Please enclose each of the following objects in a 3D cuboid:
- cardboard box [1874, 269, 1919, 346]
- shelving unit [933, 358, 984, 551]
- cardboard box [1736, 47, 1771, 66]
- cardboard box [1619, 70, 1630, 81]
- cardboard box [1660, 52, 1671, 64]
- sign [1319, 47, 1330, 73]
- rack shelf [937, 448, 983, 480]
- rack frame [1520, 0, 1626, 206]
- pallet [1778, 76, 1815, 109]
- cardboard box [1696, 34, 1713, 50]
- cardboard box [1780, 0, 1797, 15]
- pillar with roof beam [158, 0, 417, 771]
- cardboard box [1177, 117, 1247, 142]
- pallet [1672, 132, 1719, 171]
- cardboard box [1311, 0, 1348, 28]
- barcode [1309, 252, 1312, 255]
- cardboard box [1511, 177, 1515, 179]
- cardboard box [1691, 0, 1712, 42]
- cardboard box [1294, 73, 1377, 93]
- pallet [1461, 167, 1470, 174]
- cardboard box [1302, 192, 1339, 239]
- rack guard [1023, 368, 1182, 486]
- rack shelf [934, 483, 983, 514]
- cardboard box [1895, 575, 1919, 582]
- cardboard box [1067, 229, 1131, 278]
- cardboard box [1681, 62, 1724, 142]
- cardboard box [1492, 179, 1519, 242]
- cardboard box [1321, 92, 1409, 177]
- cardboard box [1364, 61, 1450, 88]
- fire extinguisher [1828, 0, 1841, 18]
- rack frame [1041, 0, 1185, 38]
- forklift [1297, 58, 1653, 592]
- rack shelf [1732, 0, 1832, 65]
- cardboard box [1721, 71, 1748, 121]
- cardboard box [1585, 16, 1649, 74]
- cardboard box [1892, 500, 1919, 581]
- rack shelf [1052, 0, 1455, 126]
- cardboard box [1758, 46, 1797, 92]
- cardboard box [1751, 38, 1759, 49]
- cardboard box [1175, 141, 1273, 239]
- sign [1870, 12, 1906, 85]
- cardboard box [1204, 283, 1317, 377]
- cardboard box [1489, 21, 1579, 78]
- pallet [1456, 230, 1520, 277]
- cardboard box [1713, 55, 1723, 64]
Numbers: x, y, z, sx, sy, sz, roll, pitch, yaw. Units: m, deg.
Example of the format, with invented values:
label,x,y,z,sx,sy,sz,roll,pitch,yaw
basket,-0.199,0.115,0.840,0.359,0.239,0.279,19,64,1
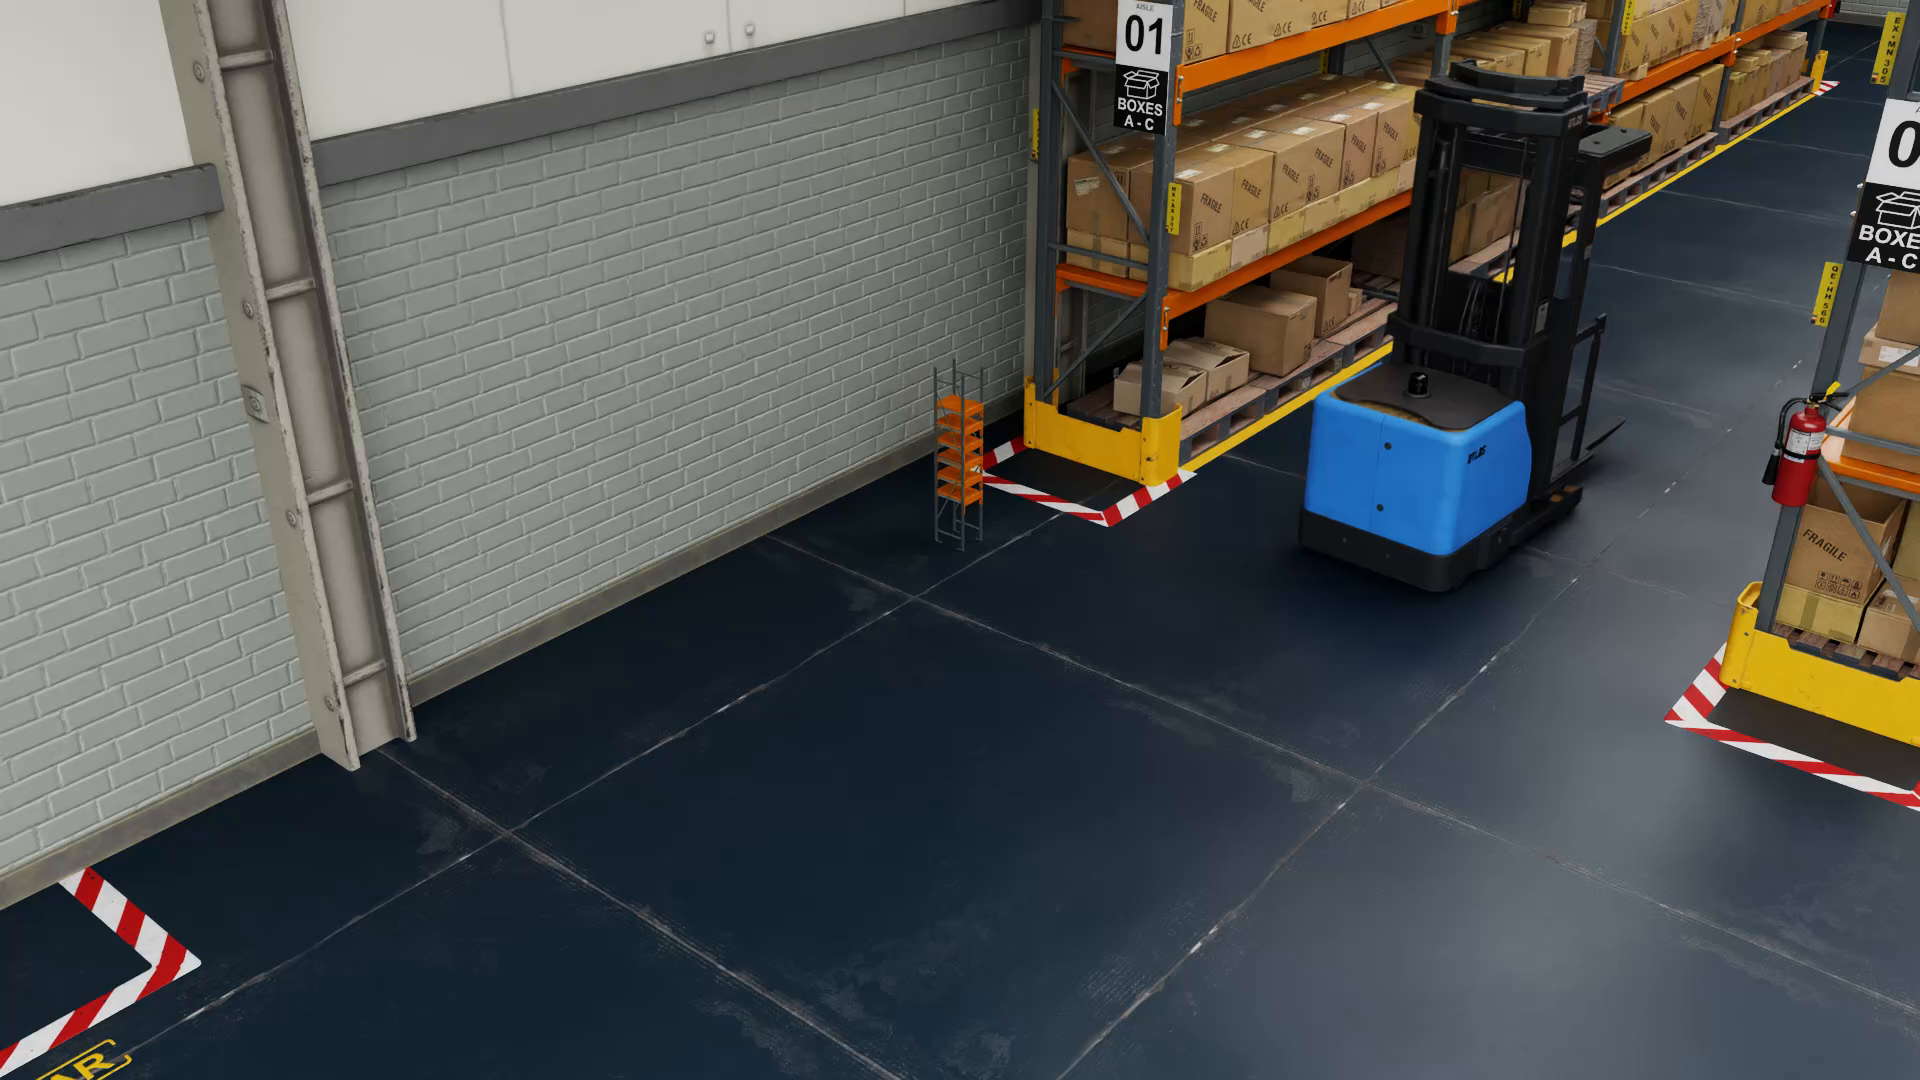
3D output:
label,x,y,z,sx,sy,sz,roll,pitch,yaw
cardboard box,5.111,-1.249,8.378,0.700,0.500,0.500,21,34,35
shelving unit,-0.009,-0.528,10.464,0.258,1.200,0.189,21,34,34
cardboard box,9.824,-6.001,20.644,0.380,0.149,0.250,20,33,33
cardboard box,6.589,-4.763,16.945,0.380,0.149,0.250,21,34,35
cardboard box,7.389,-5.224,17.835,0.380,0.149,0.250,21,34,35
sign,3.059,-3.987,13.933,0.100,0.325,0.005,21,34,34
rack shelf,-0.009,-0.488,10.485,0.258,0.103,0.180,21,34,34
rack frame,6.034,-4.730,16.629,1.000,3.000,0.127,21,34,34
pallet,10.674,-6.022,22.161,1.003,0.211,1.213,21,34,34
cardboard box,8.117,-5.557,18.479,0.380,0.149,0.250,21,34,34
cardboard box,9.860,-6.987,20.666,0.980,0.700,0.700,19,33,32
pillar with roof beam,0.229,-1.674,4.192,9.100,9.000,0.400,21,34,34
cardboard box,1.735,-2.759,12.143,0.500,0.500,0.500,20,33,33
pallet,8.146,-4.614,19.440,1.003,0.211,1.213,21,34,34
cardboard box,2.372,-3.886,11.603,0.500,0.500,0.500,23,35,37
barcode,2.961,-2.418,14.053,0.001,0.075,0.075,21,34,34
cardboard box,5.205,-3.694,16.052,0.500,0.250,0.500,21,34,35
cardboard box,7.836,-5.737,18.121,0.500,0.500,0.500,21,34,34
cardboard box,3.030,-3.482,13.541,0.500,0.500,0.500,20,33,33
pallet,4.088,-3.455,14.373,1.003,0.211,1.213,21,34,34
cardboard box,2.472,-2.462,12.386,0.500,0.250,0.500,21,34,35
rack guard,0.994,-0.811,11.773,1.175,0.500,0.348,21,34,34
rack shelf,-0.009,-0.275,10.595,0.258,0.103,0.180,21,34,34
cardboard box,5.598,0.284,9.472,0.500,0.250,0.500,21,34,34
cardboard box,1.093,-2.059,11.606,0.500,0.250,0.500,21,34,35
cardboard box,8.265,-5.112,19.249,0.750,0.750,0.750,21,34,35
cardboard box,4.905,-3.212,15.936,0.700,0.500,0.500,21,34,34
cardboard box,3.115,-3.151,12.901,0.500,0.500,0.500,21,34,34
cardboard box,3.840,-3.722,14.093,0.700,0.500,0.500,21,34,35
fire extinguisher,11.575,-7.285,22.058,0.296,0.674,0.183,21,34,34
rack frame,0.945,-4.558,9.768,1.000,3.000,0.127,21,34,34
forklift,3.520,-1.578,10.611,1.130,2.935,3.031,23,35,37
rack shelf,9.850,-6.538,20.907,1.077,0.370,4.000,21,34,34
cardboard box,9.133,-5.460,20.303,0.700,0.500,0.500,21,34,35
cardboard box,6.540,-5.013,16.722,0.500,0.500,0.500,22,35,36
cardboard box,5.600,-0.049,9.299,0.500,0.500,0.500,21,34,34
rack shelf,2.218,-3.616,11.993,1.077,0.370,4.000,21,34,34
cardboard box,10.436,-6.188,21.711,0.700,0.500,0.500,21,34,34
cardboard box,10.037,-6.398,21.410,0.380,0.149,0.250,21,34,35
cardboard box,1.803,-2.423,11.494,0.500,0.500,0.500,21,34,35
sign,4.360,-2.301,7.792,0.100,0.325,0.005,21,34,34
cardboard box,2.323,-1.646,12.908,0.700,0.500,0.500,18,33,31
cardboard box,5.408,-4.594,15.779,0.700,0.500,0.500,17,32,30
pallet,4.760,-2.785,15.903,1.003,0.211,1.213,21,34,34
cardboard box,9.388,-6.036,20.710,0.380,0.149,0.250,20,33,33
